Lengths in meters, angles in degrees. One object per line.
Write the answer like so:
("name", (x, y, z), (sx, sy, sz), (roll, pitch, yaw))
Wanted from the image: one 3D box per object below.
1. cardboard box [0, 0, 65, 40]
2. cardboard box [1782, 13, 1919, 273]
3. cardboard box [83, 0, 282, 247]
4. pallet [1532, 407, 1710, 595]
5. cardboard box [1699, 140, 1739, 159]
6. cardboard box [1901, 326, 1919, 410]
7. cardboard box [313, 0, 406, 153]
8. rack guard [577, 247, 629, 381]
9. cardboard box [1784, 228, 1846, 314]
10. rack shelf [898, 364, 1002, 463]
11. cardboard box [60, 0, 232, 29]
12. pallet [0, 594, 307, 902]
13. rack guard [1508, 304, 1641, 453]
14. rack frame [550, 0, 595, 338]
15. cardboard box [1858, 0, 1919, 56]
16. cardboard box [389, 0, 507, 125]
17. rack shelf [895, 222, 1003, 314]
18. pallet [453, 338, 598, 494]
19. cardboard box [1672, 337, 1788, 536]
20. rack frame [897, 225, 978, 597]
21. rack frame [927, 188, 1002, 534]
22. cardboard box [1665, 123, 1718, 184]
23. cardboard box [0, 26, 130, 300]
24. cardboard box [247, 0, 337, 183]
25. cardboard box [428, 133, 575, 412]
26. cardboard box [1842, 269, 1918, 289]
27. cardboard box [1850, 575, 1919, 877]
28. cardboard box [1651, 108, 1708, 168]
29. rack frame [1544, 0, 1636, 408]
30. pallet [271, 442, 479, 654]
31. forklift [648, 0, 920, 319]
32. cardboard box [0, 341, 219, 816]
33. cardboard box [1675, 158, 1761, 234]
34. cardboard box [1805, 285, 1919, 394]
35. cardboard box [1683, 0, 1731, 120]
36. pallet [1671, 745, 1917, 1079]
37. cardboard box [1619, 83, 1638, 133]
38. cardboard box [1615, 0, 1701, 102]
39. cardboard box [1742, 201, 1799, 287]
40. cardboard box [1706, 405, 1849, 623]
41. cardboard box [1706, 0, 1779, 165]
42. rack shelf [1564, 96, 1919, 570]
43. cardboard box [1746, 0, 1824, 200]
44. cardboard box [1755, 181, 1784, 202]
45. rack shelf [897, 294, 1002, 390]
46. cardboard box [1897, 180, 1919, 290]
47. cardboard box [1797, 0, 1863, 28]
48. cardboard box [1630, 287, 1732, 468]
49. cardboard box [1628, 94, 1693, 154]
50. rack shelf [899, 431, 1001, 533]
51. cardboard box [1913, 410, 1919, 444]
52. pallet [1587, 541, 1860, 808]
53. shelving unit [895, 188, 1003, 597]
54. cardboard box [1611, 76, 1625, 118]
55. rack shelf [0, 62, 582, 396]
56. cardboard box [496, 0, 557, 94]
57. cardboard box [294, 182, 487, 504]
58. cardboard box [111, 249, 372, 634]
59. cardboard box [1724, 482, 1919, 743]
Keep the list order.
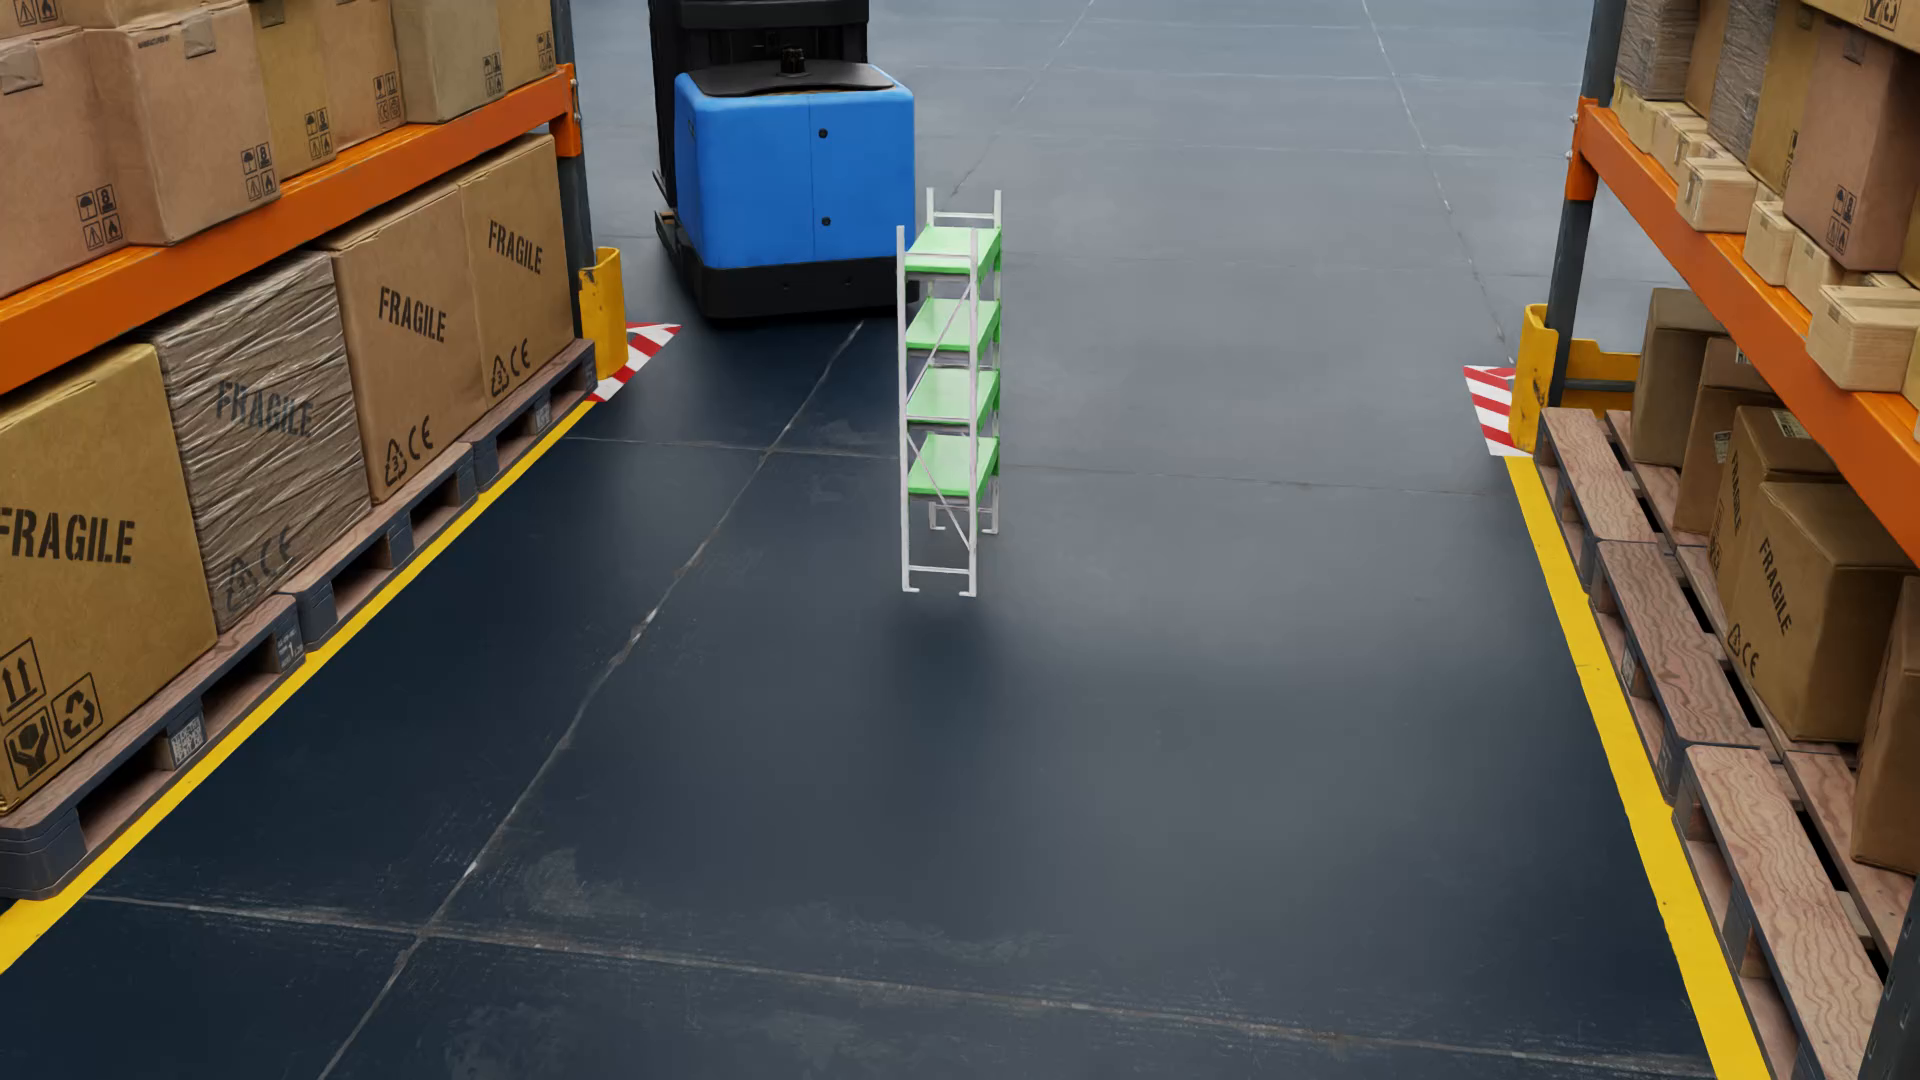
("cardboard box", (-2.673, -1.422, 3.800), (0.875, 0.550, 0.550), (4, 25, 9))
("cardboard box", (2.368, -0.876, 3.615), (0.875, 0.500, 0.500), (4, 25, 9))
("cardboard box", (-2.421, -1.148, 4.487), (0.875, 0.550, 0.550), (4, 25, 9))
("pallet", (2.609, -0.130, 5.779), (1.003, 0.211, 1.213), (4, 25, 9))
("cardboard box", (2.309, -1.023, 4.693), (0.380, 0.149, 0.250), (4, 25, 9))
("cardboard box", (2.030, -0.290, 3.128), (0.380, 0.149, 0.250), (4, 25, 9))
("cardboard box", (-2.388, -1.601, 5.455), (0.875, 0.550, 0.550), (4, 25, 9))
("rack guard", (-2.084, -1.026, 7.353), (1.175, 0.500, 0.348), (4, 25, 9))
("cardboard box", (2.133, -0.605, 3.801), (0.380, 0.149, 0.250), (4, 25, 9))
("rack shelf", (-0.027, -0.416, 5.375), (0.258, 0.148, 0.480), (4, 25, 9))
("cardboard box", (-2.449, -1.639, 4.262), (0.875, 0.550, 0.550), (4, 25, 9))
("pallet", (-2.540, 0.475, 4.486), (1.003, 0.211, 1.213), (4, 25, 9))
("rack guard", (2.776, -0.598, 6.439), (1.175, 0.500, 0.348), (4, 25, 9))
("rack frame", (-2.088, -2.148, 6.801), (1.000, 3.000, 0.127), (4, 25, 9))
("cardboard box", (2.017, -1.139, 2.996), (0.500, 0.500, 0.500), (4, 25, 9))
("cardboard box", (-2.172, -1.826, 5.937), (0.875, 0.550, 0.550), (4, 25, 9))
("rack shelf", (-0.027, -0.851, 5.171), (0.258, 0.148, 0.480), (4, 25, 9))
("pallet", (-2.142, -0.545, 6.666), (1.003, 0.211, 1.213), (4, 25, 9))
("cardboard box", (2.606, -0.308, 5.323), (0.500, 0.500, 0.500), (11, 27, 22))
("rack frame", (-0.067, -0.372, 5.130), (0.240, 1.200, 0.015), (4, 25, 9))
("rack frame", (0.013, -0.576, 5.566), (0.240, 1.200, 0.015), (4, 25, 9))
("cardboard box", (2.323, -1.129, 4.920), (0.380, 0.149, 0.250), (4, 25, 9))
("cardboard box", (-2.626, -0.930, 4.022), (0.875, 0.550, 0.550), (4, 25, 9))
("cardboard box", (-2.434, -1.376, 4.975), (0.875, 0.550, 0.500), (4, 25, 9))
("cardboard box", (-2.134, -1.088, 6.547), (0.875, 0.875, 0.875), (4, 25, 9))
("cardboard box", (2.132, -0.498, 3.572), (0.380, 0.149, 0.250), (4, 25, 9))
("cardboard box", (2.326, 0.448, 3.708), (0.500, 0.500, 0.500), (13, 28, 25))
("cardboard box", (2.371, -1.233, 5.143), (0.380, 0.149, 0.250), (4, 25, 9))
("rack frame", (2.789, -1.762, 5.977), (1.000, 3.000, 0.127), (4, 25, 9))
("pallet", (-2.343, -0.037, 5.580), (1.003, 0.211, 1.213), (4, 25, 9))
("forklift", (-1.086, -2.966, 8.629), (1.130, 2.935, 3.031), (-7, 26, -14))
("cardboard box", (-2.570, 0.039, 4.140), (0.875, 0.875, 0.875), (4, 25, 9))
("cardboard box", (2.166, -0.925, 4.485), (0.380, 0.149, 0.250), (4, 25, 9))
("cardboard box", (1.961, -0.403, 3.368), (0.380, 0.149, 0.250), (4, 25, 9))
("cardboard box", (2.708, -1.497, 4.941), (0.875, 0.500, 0.500), (4, 25, 9))
("pallet", (2.210, 0.890, 3.599), (1.003, 0.211, 1.213), (4, 25, 9))
("cardboard box", (2.447, -1.443, 5.590), (0.380, 0.149, 0.250), (4, 25, 9))
("cardboard box", (2.672, -1.714, 5.405), (0.875, 0.500, 0.500), (4, 25, 9))
("cardboard box", (2.140, -0.712, 4.030), (0.380, 0.149, 0.250), (4, 25, 9))
("cardboard box", (2.485, -0.048, 4.766), (0.500, 0.500, 0.500), (6, 26, 13))
("cardboard box", (2.584, -1.291, 4.500), (0.875, 0.500, 0.500), (4, 25, 9))
("rack shelf", (2.462, -0.600, 4.342), (1.077, 0.370, 4.000), (4, 25, 9))
("cardboard box", (2.491, -1.082, 4.055), (0.875, 0.500, 0.500), (4, 25, 9))
("cardboard box", (2.256, -0.812, 4.242), (0.380, 0.149, 0.250), (4, 25, 9))
("rack shelf", (-0.027, -0.634, 5.273), (0.258, 0.148, 0.480), (4, 25, 9))
("cardboard box", (2.386, -0.660, 3.153), (0.875, 0.500, 0.500), (4, 25, 9))
("cardboard box", (2.100, -1.348, 3.443), (0.500, 0.500, 0.500), (4, 25, 9))
("cardboard box", (2.670, -0.560, 5.862), (0.500, 0.500, 0.500), (9, 27, 18))
("cardboard box", (2.391, -1.339, 5.369), (0.380, 0.149, 0.250), (4, 25, 9))
("rack shelf", (-0.027, -0.199, 5.477), (0.258, 0.148, 0.480), (4, 25, 9))
("cardboard box", (1.930, -0.190, 2.914), (0.380, 0.149, 0.250), (4, 25, 9))
("pallet", (2.407, 0.378, 4.692), (1.003, 0.211, 1.213), (4, 25, 9))
("shelving unit", (-0.027, -0.474, 5.348), (0.258, 1.200, 0.503), (4, 25, 9))
("cardboard box", (2.507, -1.546, 5.811), (0.380, 0.149, 0.250), (4, 25, 9))
("rack shelf", (-2.415, -0.986, 5.167), (1.077, 0.370, 4.000), (4, 25, 9))
("cardboard box", (-2.104, -2.058, 6.431), (0.875, 0.550, 0.550), (4, 25, 9))
("cardboard box", (-2.276, -0.720, 5.760), (0.875, 0.875, 0.875), (4, 25, 8))
("cardboard box", (-2.427, -0.339, 4.946), (0.875, 0.875, 0.875), (4, 25, 9))
("cardboard box", (2.350, 0.183, 4.274), (0.500, 0.500, 0.500), (2, 25, 4))
